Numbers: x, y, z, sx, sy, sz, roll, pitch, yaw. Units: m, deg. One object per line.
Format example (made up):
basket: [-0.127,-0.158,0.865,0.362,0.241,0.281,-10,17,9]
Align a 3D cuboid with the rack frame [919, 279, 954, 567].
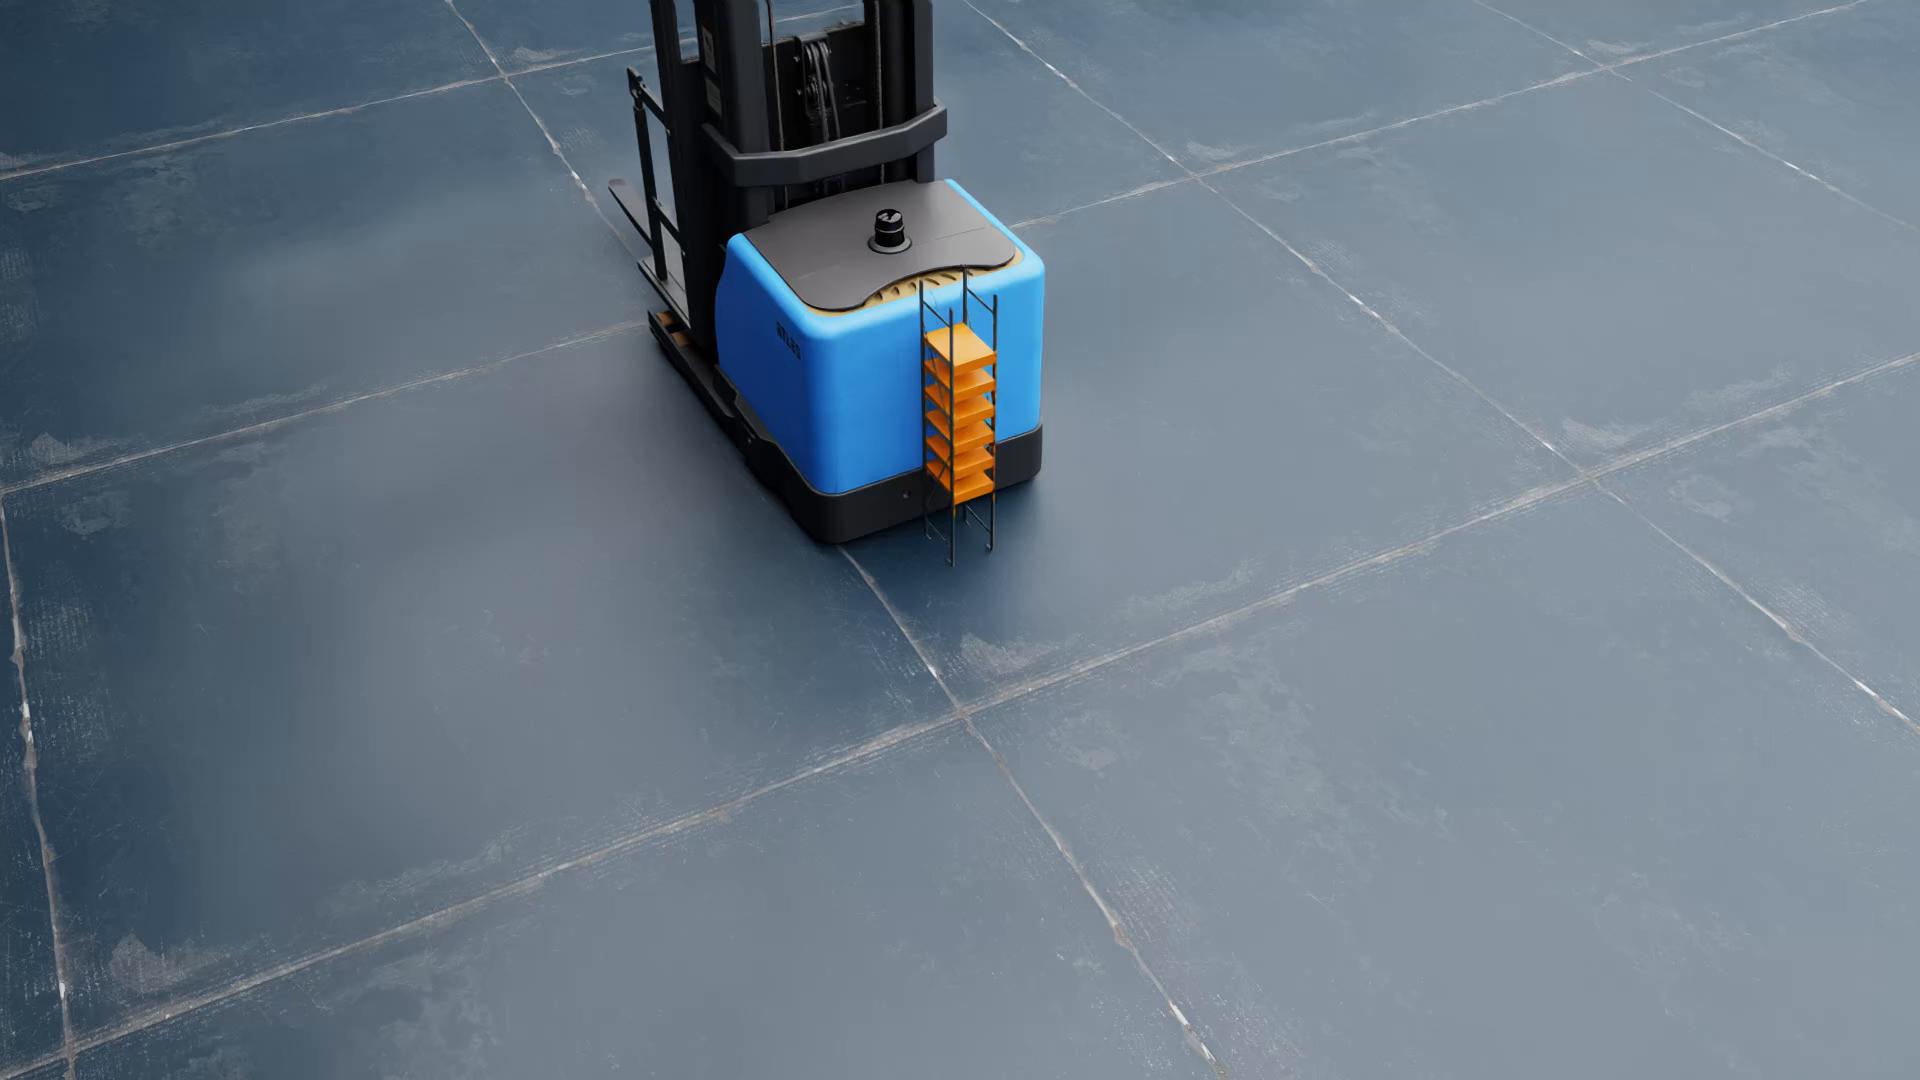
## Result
rack frame: [-0.085,-0.418,6.315,0.006,1.200,0.240,-20,44,-22]

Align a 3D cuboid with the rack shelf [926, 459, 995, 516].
rack shelf: [-0.006,-0.230,6.533,0.180,0.103,0.258,-20,44,-22]

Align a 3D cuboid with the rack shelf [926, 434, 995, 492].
rack shelf: [-0.006,-0.322,6.456,0.180,0.103,0.258,-20,44,-22]

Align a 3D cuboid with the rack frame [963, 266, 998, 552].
rack frame: [0.073,-0.477,6.384,0.006,1.200,0.240,-20,44,-22]

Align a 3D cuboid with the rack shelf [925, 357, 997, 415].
rack shelf: [-0.006,-0.597,6.223,0.180,0.103,0.258,-20,44,-22]

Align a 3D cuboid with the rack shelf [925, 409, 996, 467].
rack shelf: [-0.006,-0.413,6.378,0.180,0.103,0.258,-20,44,-22]

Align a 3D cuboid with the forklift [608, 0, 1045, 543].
forklift: [-0.803,-2.048,6.901,1.130,2.935,3.031,-19,44,-21]

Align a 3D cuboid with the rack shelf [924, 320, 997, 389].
rack shelf: [-0.006,-0.688,6.146,0.180,0.103,0.258,-20,44,-22]

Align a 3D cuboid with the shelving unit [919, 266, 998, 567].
shelving unit: [-0.006,-0.447,6.350,0.189,1.200,0.258,-20,44,-22]

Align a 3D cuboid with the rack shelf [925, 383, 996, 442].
rack shelf: [-0.006,-0.505,6.301,0.180,0.103,0.258,-20,44,-22]
